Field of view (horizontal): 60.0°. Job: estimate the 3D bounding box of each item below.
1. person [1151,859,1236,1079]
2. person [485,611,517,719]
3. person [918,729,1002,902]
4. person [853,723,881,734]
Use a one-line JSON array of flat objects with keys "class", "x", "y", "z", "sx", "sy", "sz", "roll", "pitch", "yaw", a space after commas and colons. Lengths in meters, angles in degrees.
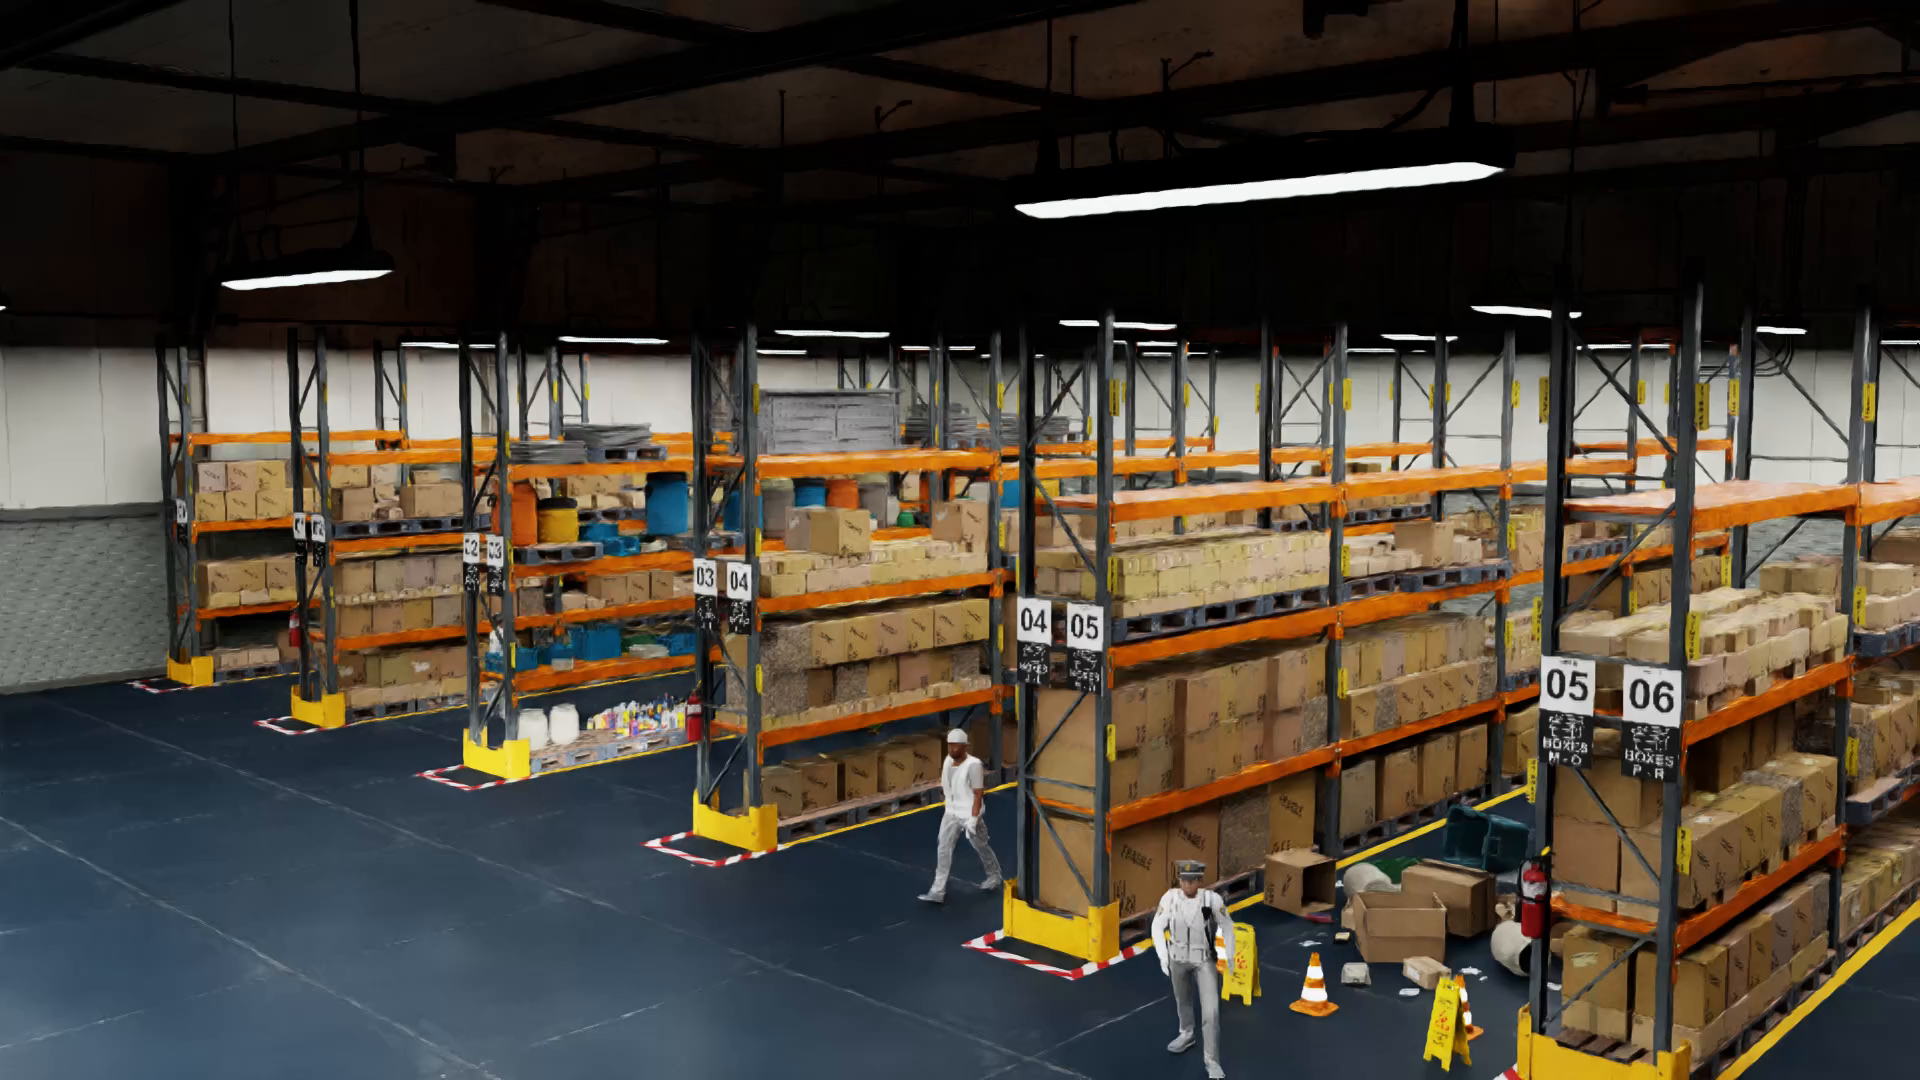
[{"class": "person", "x": 1.775, "y": 3.178, "z": 12.589, "sx": 0.630, "sy": 1.613, "sz": 0.758, "roll": 2, "pitch": 6, "yaw": 22}, {"class": "person", "x": -7.086, "y": 1.925, "z": 25.621, "sx": 0.414, "sy": 1.675, "sz": 0.516, "roll": 1, "pitch": 6, "yaw": 15}, {"class": "person", "x": 0.021, "y": 2.741, "z": 16.650, "sx": 0.573, "sy": 1.732, "sz": 1.042, "roll": 5, "pitch": 7, "yaw": 42}, {"class": "person", "x": -1.453, "y": 2.002, "z": 24.552, "sx": 0.677, "sy": 1.742, "sz": 0.551, "roll": 5, "pitch": 7, "yaw": 42}]
